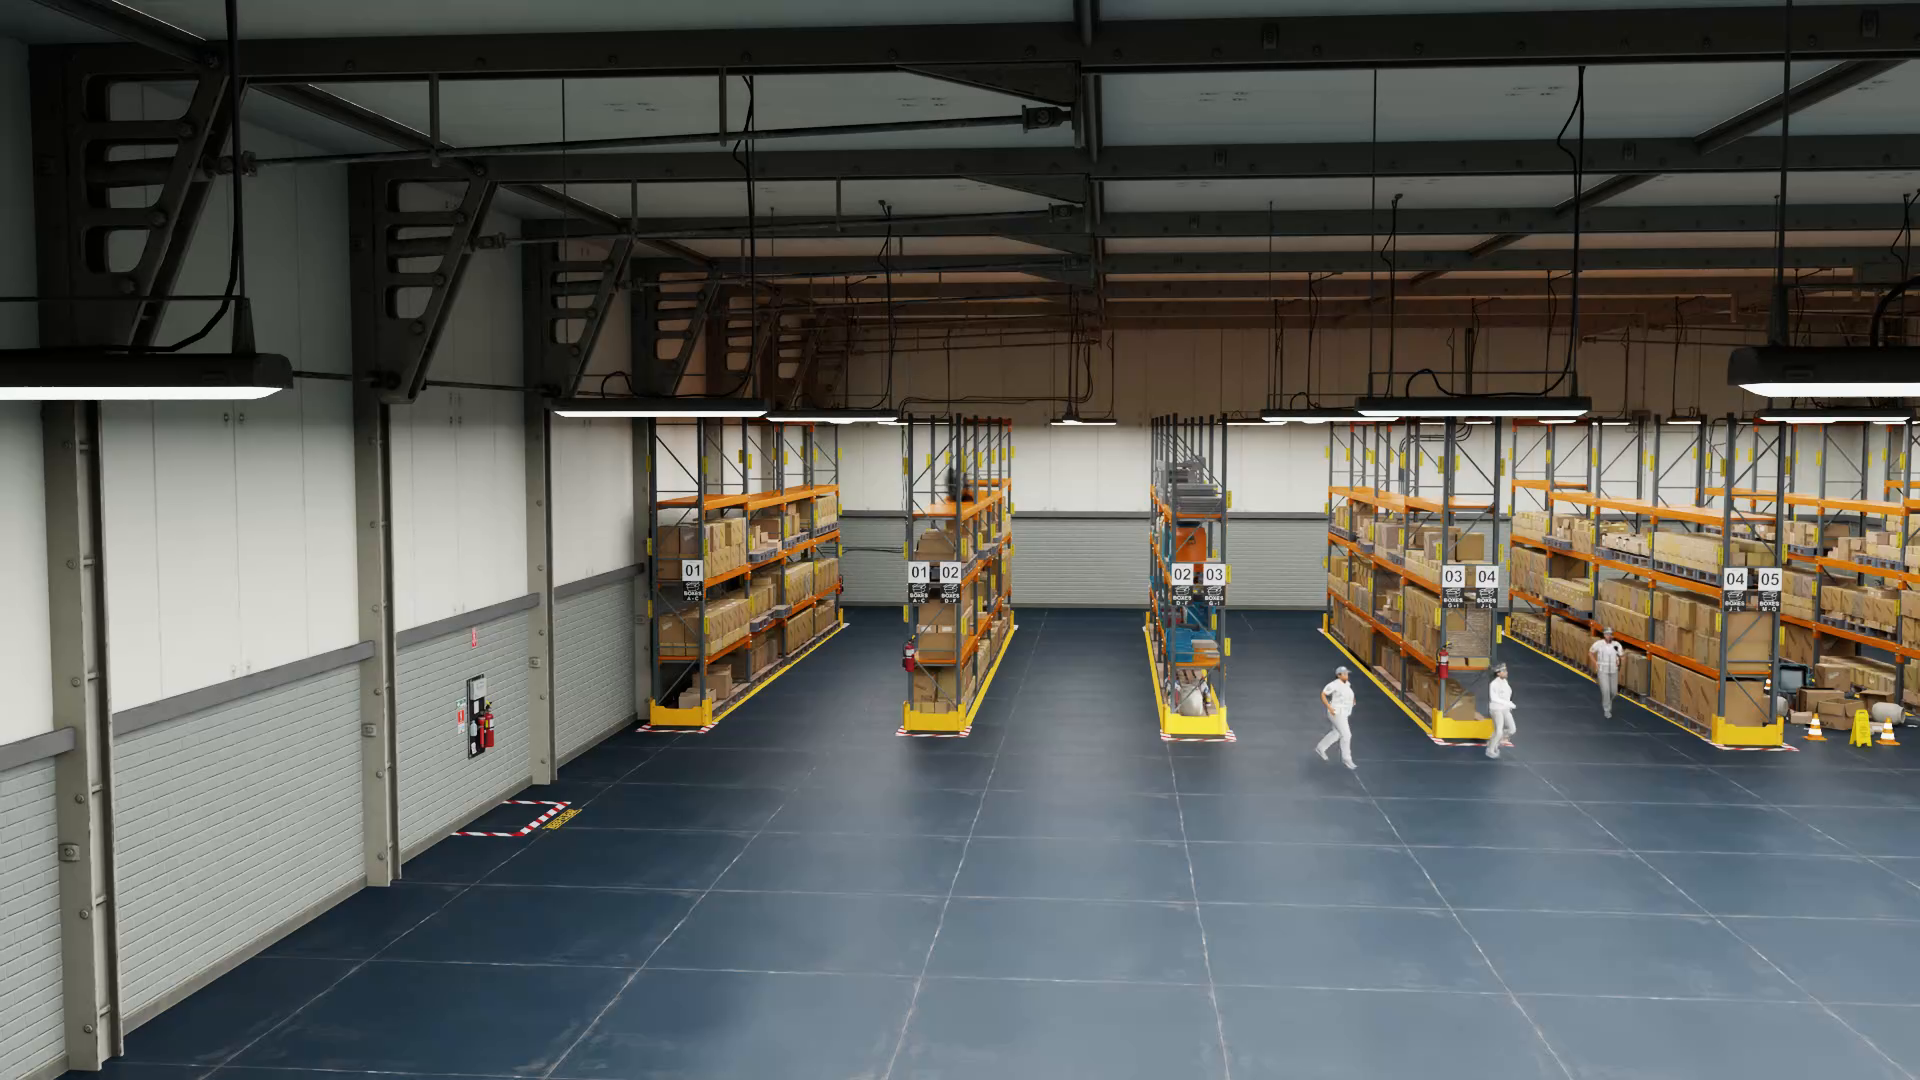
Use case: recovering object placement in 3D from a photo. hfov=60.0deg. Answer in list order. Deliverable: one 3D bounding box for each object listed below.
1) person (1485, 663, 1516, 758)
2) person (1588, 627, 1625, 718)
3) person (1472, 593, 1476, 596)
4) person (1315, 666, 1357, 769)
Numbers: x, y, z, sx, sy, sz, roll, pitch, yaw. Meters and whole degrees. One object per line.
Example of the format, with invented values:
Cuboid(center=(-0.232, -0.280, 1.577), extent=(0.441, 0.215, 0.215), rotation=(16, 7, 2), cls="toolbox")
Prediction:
Cuboid(center=(9.416, 2.954, 28.821), extent=(0.657, 1.661, 0.575), rotation=(-4, 5, -45), cls="person")
Cuboid(center=(12.901, 2.611, 33.159), extent=(0.670, 1.782, 0.766), rotation=(1, 4, 8), cls="person")
Cuboid(center=(13.732, 1.951, 44.039), extent=(0.548, 1.641, 0.804), rotation=(1, 4, 10), cls="person")
Cuboid(center=(6.429, 2.982, 28.268), extent=(0.858, 1.696, 0.591), rotation=(3, 5, 39), cls="person")
